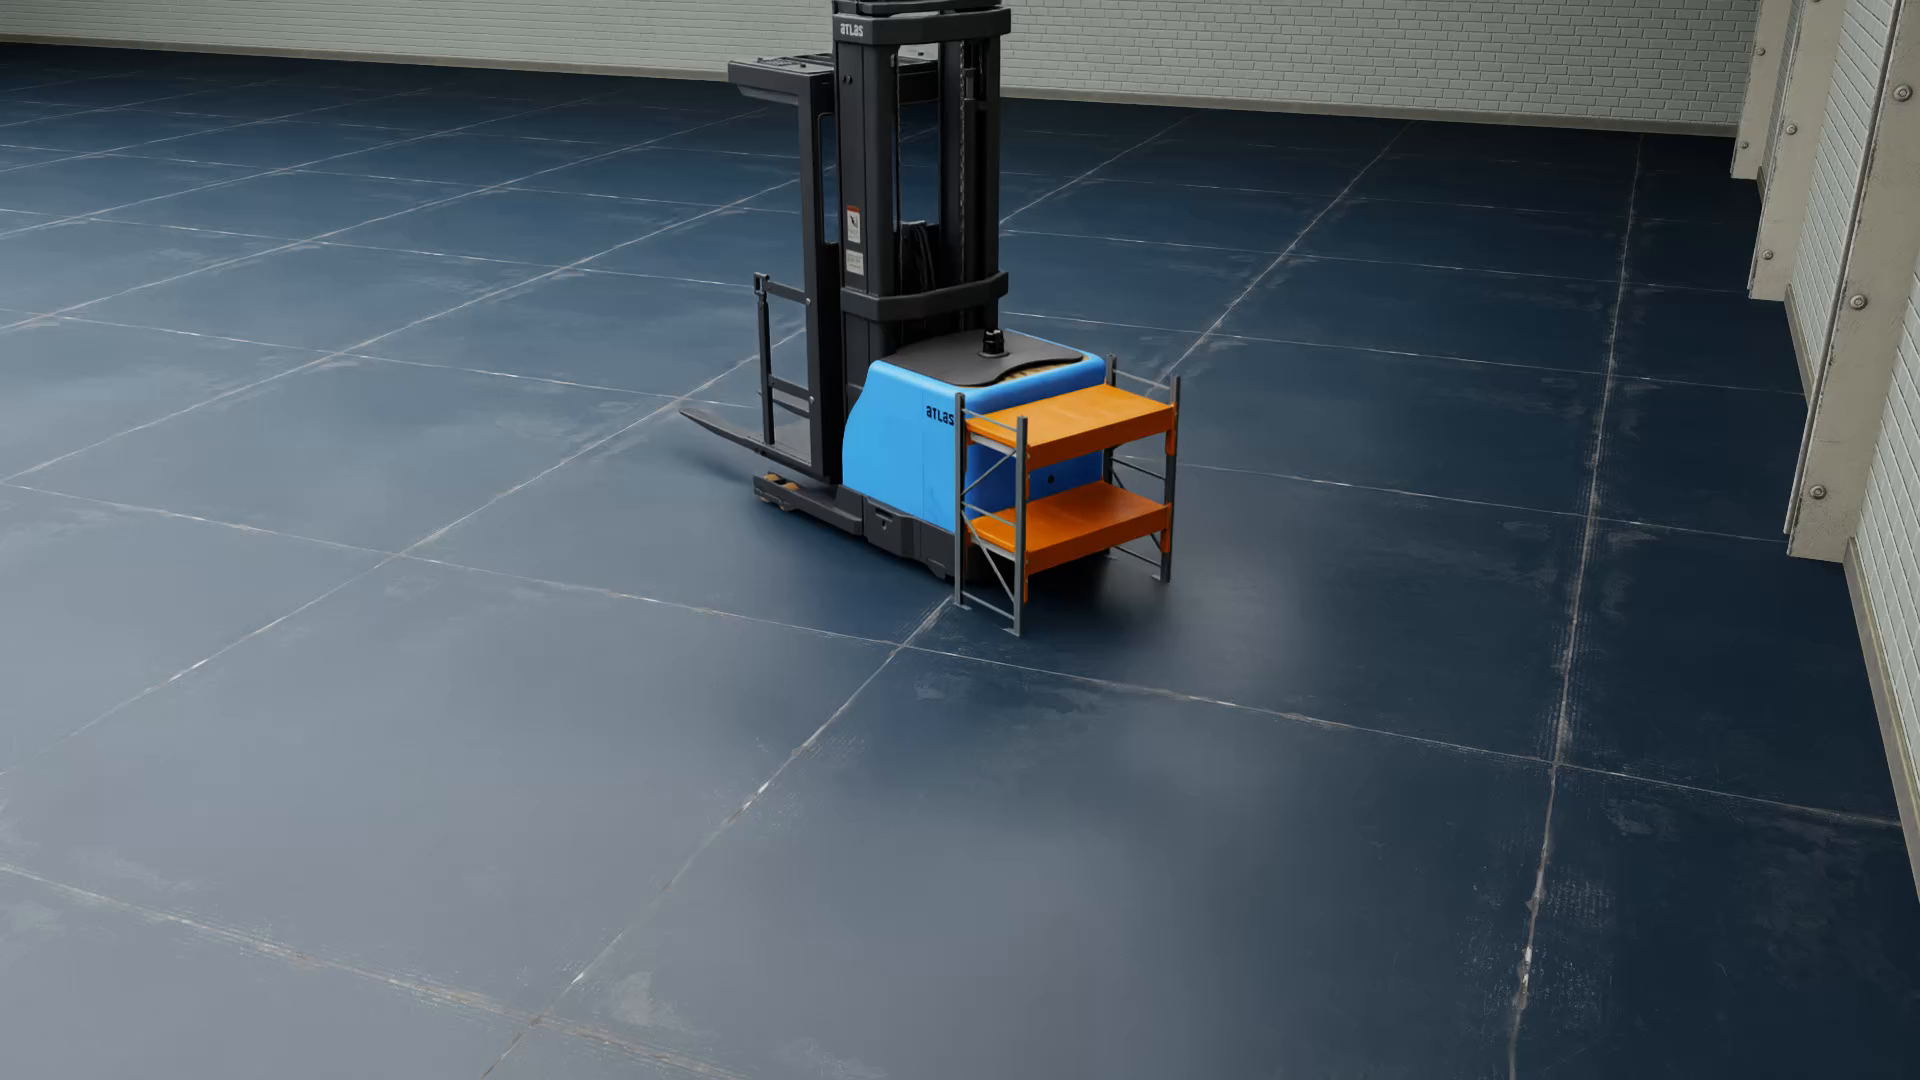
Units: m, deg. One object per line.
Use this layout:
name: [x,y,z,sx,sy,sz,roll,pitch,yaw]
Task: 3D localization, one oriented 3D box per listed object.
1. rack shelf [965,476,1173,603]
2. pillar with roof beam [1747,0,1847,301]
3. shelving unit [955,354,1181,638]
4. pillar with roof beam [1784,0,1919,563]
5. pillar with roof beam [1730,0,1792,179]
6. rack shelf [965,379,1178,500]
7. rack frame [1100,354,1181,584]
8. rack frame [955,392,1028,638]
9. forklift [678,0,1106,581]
rack shelf: [0.538,-0.018,8.469,1.000,0.278,0.538,-17,28,-36]
pillar with roof beam: [2.952,-6.880,14.046,9.100,9.000,0.400,9,24,20]
shelving unit: [0.538,-0.244,8.375,1.048,1.125,0.538,-17,28,-36]
pillar with roof beam: [0.723,-4.733,8.906,9.100,9.000,0.400,9,24,20]
pillar with roof beam: [5.180,-9.027,19.187,9.100,9.000,0.400,9,24,20]
rack shelf: [0.538,-0.514,8.262,1.000,0.278,0.538,-17,28,-36]
rack frame: [0.932,-0.368,8.672,0.032,1.125,0.500,-17,28,-36]
rack frame: [0.145,-0.120,8.078,0.032,1.125,0.500,-17,28,-36]
forklift: [-0.561,-1.631,9.352,1.130,2.935,3.031,-19,29,-38]
